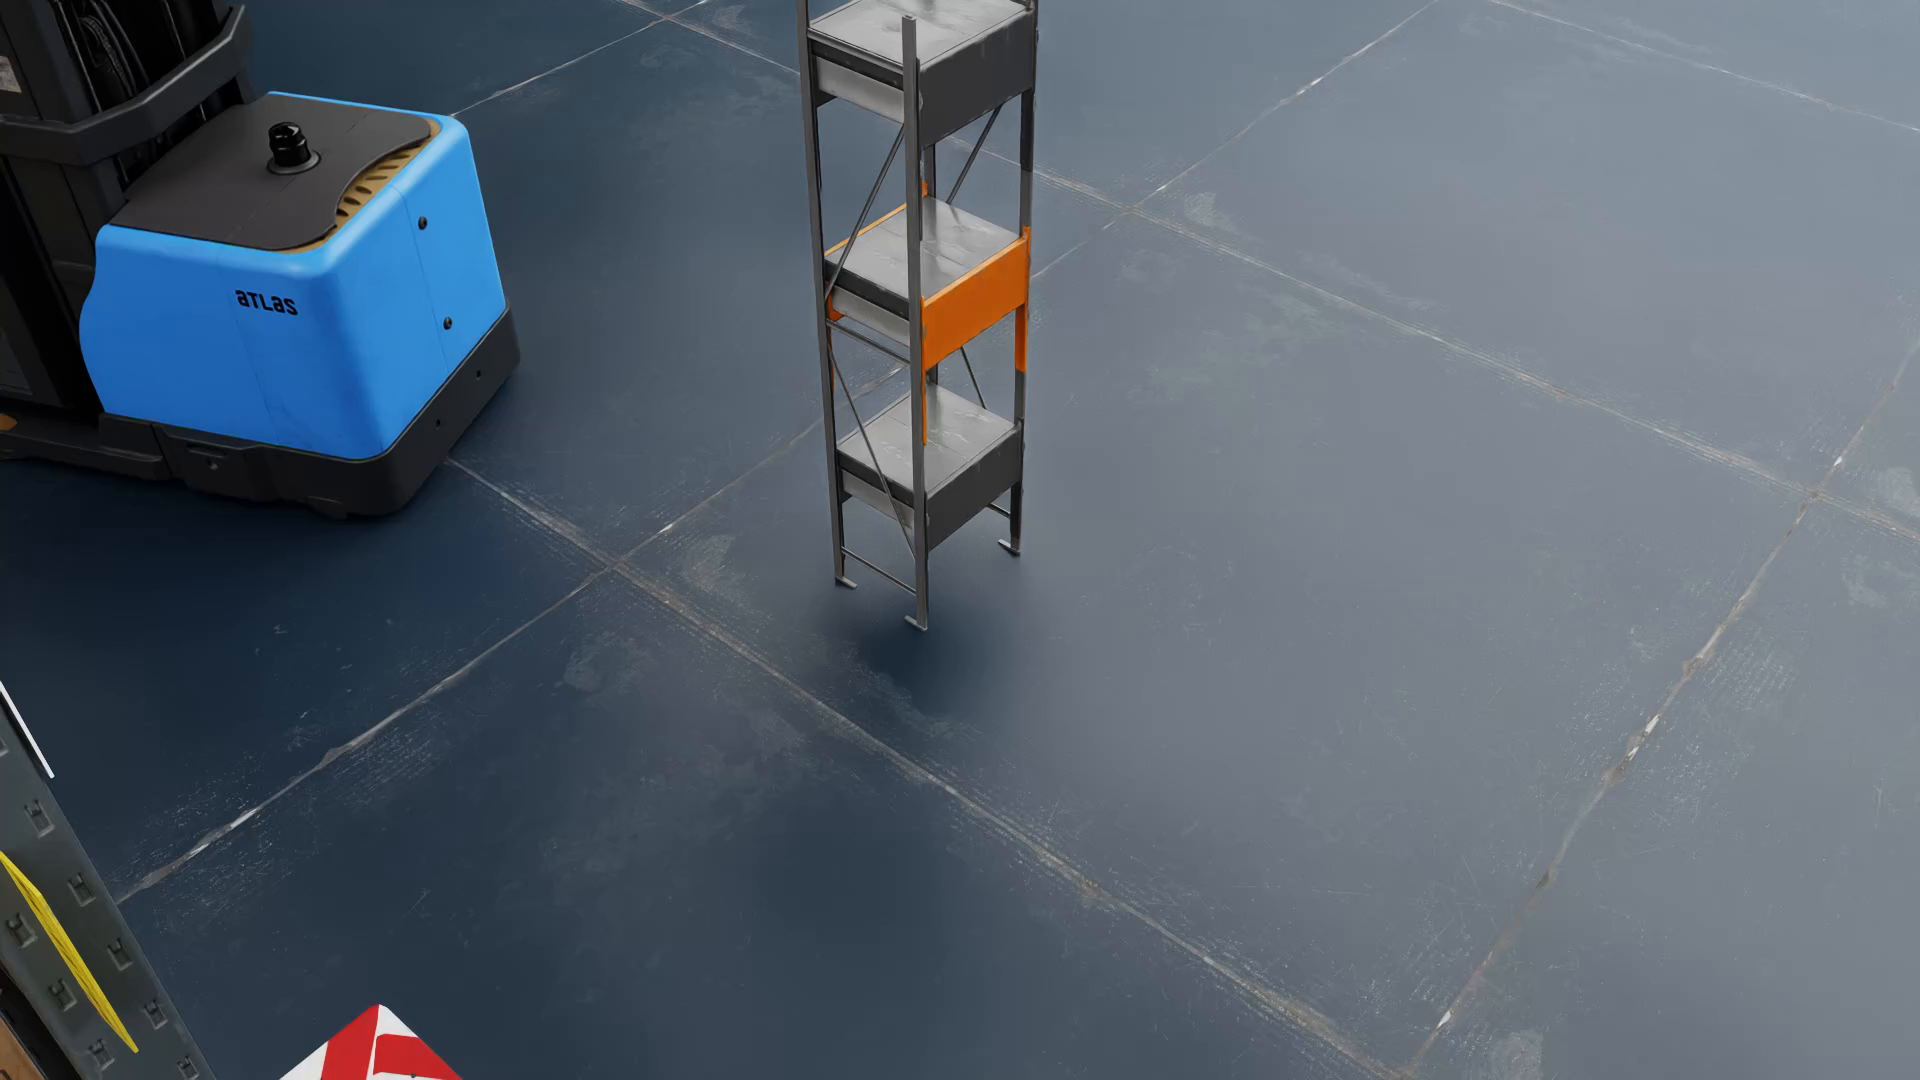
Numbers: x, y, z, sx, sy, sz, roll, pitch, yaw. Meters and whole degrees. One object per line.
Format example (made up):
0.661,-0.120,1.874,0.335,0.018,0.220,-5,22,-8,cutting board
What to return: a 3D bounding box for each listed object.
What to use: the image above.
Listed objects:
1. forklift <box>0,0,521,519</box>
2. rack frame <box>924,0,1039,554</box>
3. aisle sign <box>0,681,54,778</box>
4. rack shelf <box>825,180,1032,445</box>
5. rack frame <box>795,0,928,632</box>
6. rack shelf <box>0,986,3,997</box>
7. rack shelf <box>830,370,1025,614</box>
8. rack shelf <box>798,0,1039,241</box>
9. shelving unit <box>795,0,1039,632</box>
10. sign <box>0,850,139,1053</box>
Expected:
-3.267,-1.710,5.452,3.031,2.935,1.130,11,43,11,forklift
0.050,-0.817,5.088,0.400,2.100,0.015,29,50,28,rack frame
-1.175,-0.108,1.707,0.394,0.787,0.004,29,50,28,aisle sign
-0.107,-0.682,4.959,0.431,0.518,0.480,29,50,28,rack shelf
-0.264,-0.566,4.812,0.400,2.100,0.015,29,50,28,rack frame
-2.738,2.056,1.794,1.077,0.370,4.000,29,50,28,rack shelf
-0.107,-0.164,5.430,0.431,0.518,0.480,29,50,28,rack shelf
-0.107,-1.199,4.488,0.431,0.518,0.480,29,50,28,rack shelf
-0.107,-0.692,4.950,0.431,2.100,0.503,29,50,28,shelving unit
-1.044,0.486,1.949,0.100,0.325,0.005,29,50,28,sign
